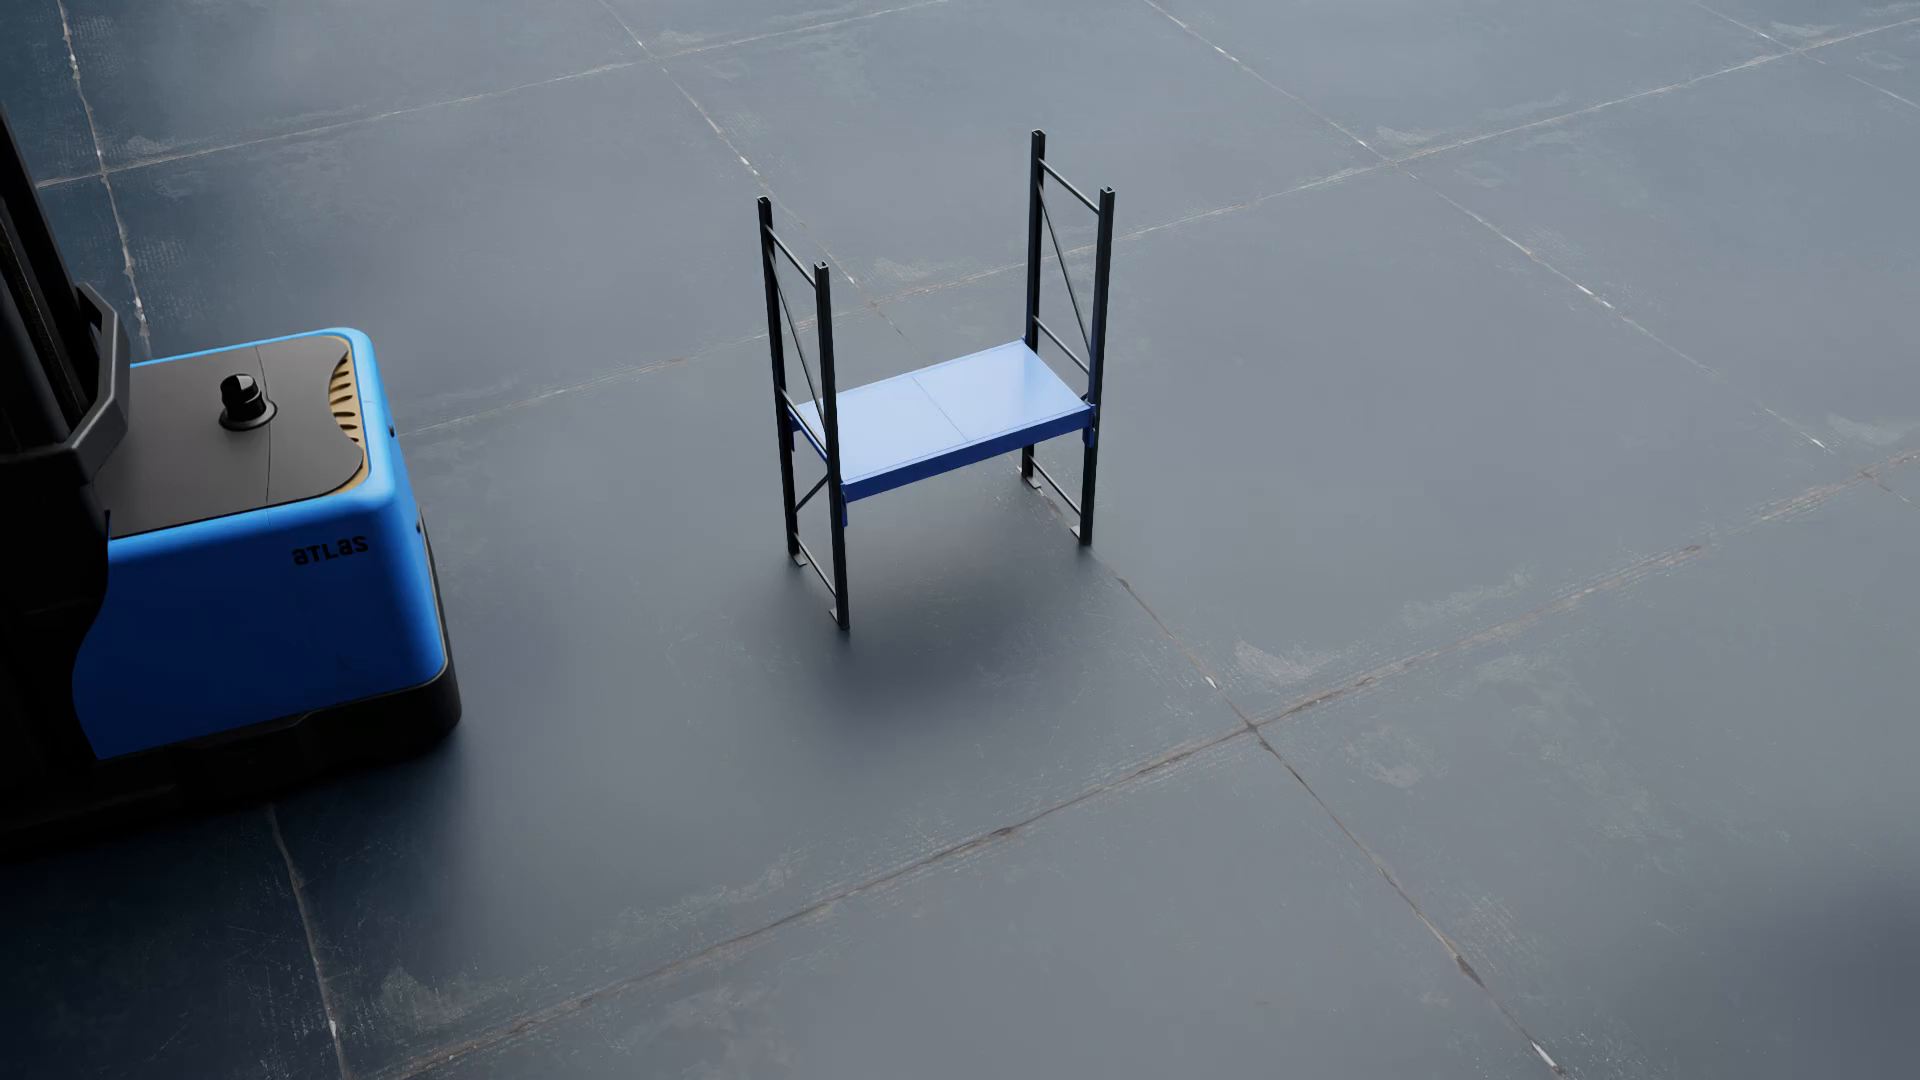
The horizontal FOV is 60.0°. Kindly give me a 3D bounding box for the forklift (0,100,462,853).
[{"bbox_3d":[-3.244,-0.414,4.601,3.031,2.935,1.130,-13,42,-15],"label":"forklift"}]

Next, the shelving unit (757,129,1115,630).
[{"bbox_3d":[-0.076,-0.547,5.866,1.048,1.500,0.538,-19,44,-21],"label":"shelving unit"}]

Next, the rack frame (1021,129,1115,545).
[{"bbox_3d":[0.375,-0.699,6.045,0.032,1.500,0.500,-19,44,-21],"label":"rack frame"}]

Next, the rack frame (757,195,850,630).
[{"bbox_3d":[-0.527,-0.395,5.687,0.032,1.500,0.500,-19,44,-21],"label":"rack frame"}]

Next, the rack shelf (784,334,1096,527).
[{"bbox_3d":[-0.076,-0.410,5.982,1.000,0.185,0.538,-19,44,-21],"label":"rack shelf"}]
